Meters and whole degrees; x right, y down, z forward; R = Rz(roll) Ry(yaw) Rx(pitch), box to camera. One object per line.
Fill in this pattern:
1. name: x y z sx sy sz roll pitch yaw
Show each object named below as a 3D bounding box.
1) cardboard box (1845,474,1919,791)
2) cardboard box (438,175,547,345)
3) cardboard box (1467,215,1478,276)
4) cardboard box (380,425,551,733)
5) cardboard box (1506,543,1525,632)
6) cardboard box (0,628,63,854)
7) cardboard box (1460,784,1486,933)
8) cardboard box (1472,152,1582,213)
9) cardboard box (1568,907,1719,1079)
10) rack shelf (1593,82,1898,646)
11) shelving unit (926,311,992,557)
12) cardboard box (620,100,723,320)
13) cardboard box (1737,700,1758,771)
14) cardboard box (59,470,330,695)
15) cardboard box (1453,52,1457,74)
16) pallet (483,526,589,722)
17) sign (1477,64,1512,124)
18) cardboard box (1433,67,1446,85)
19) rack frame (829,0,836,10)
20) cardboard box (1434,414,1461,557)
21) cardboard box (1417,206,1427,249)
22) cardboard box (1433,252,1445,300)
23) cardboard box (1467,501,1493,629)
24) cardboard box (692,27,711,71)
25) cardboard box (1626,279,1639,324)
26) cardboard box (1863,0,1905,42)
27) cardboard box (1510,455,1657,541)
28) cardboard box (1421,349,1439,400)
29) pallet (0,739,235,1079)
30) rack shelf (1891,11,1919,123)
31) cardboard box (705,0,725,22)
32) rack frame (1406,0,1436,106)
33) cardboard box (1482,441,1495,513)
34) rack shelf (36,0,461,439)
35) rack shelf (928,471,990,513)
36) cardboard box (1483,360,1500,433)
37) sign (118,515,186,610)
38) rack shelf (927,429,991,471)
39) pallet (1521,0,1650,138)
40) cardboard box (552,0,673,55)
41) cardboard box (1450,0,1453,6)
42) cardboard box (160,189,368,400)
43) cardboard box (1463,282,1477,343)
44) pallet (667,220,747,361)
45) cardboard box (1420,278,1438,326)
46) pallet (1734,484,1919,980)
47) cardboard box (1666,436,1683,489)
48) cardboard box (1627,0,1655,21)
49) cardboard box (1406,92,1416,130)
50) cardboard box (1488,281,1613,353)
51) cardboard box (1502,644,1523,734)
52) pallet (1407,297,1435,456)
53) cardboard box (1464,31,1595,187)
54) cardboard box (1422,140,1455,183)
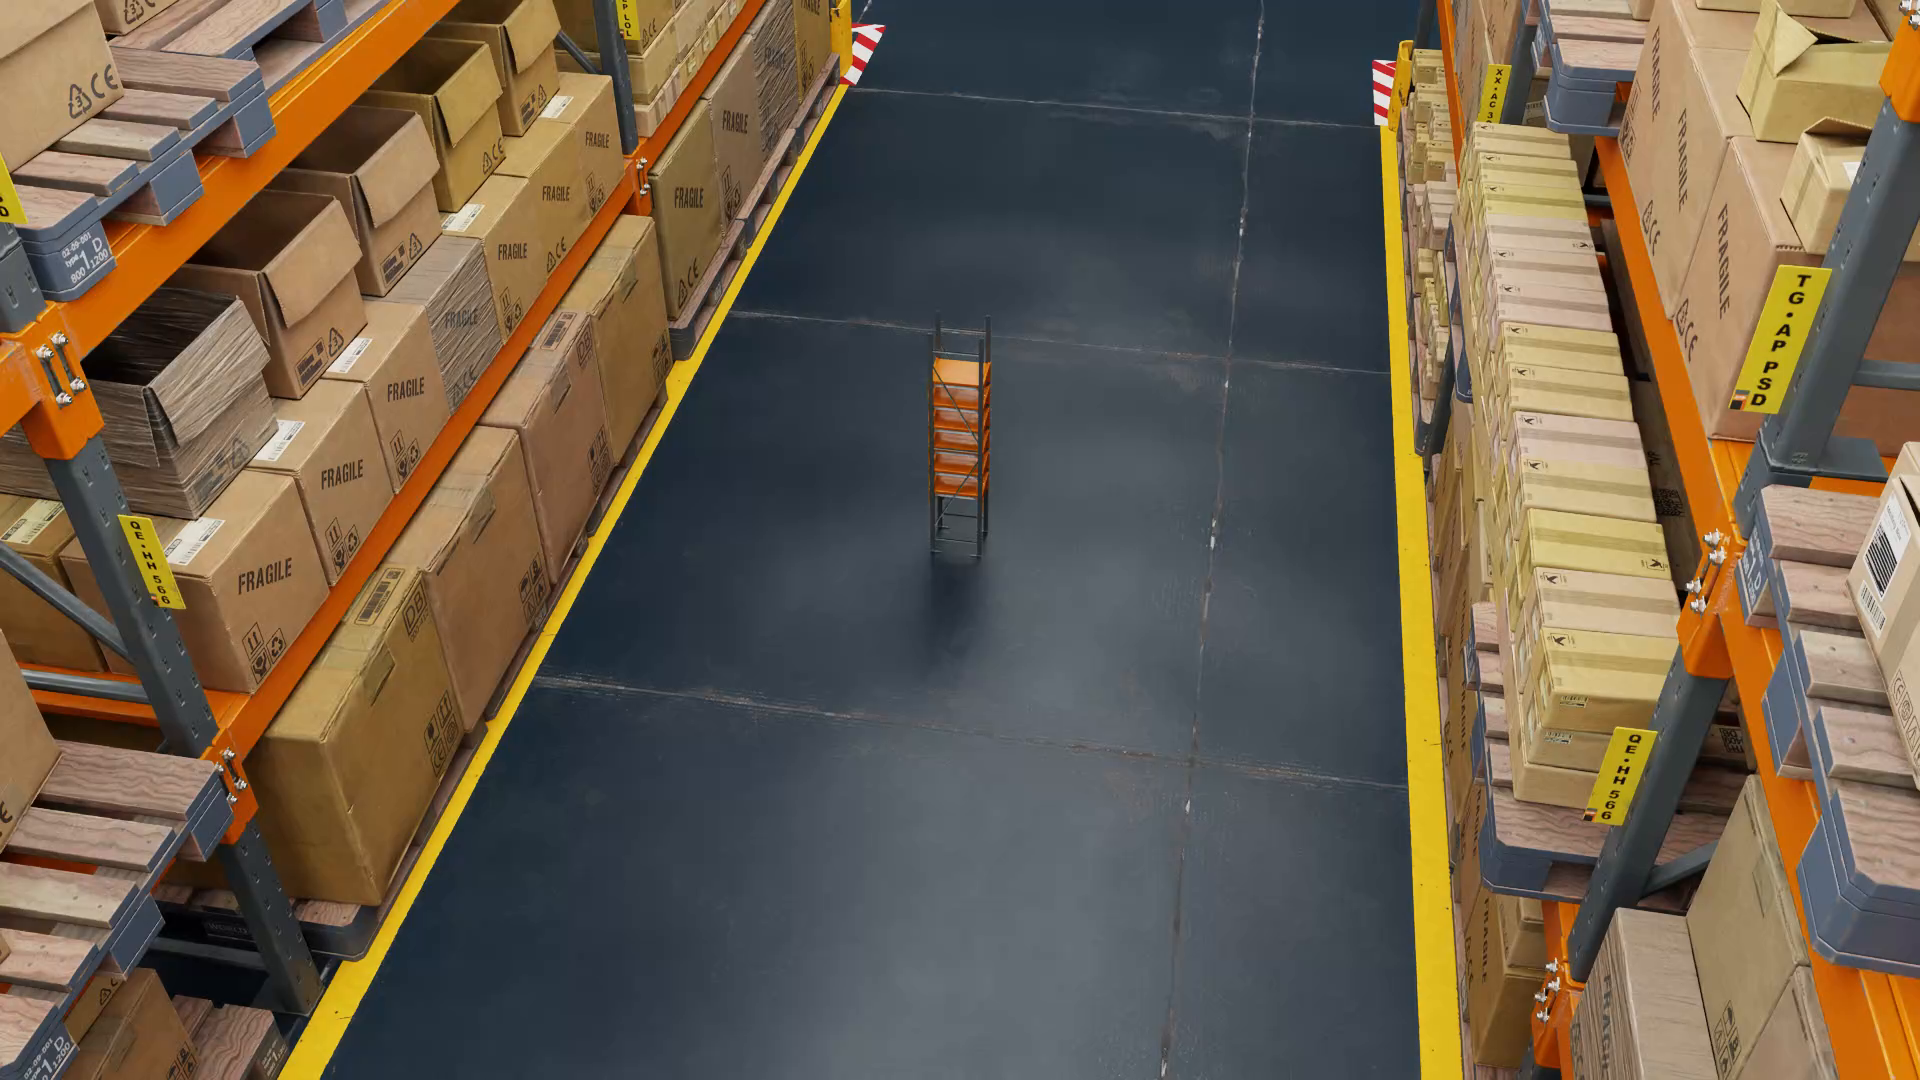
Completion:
1. cardboard box: 1.768 0.144 2.627 0.500 0.311 0.500 6 40 8
2. cardboard box: -2.054 -1.161 6.819 0.500 0.500 0.500 6 40 7
3. cardboard box: 2.193 -1.133 6.497 0.380 0.149 0.250 7 40 9
4. cardboard box: -2.456 0.093 6.718 1.225 0.875 0.875 7 40 8
5. cardboard box: 1.834 0.163 4.930 0.380 0.149 0.250 7 40 9
6. cardboard box: -2.812 0.568 4.397 0.500 0.500 0.500 2 40 2
7. cardboard box: 2.060 1.070 5.831 0.500 0.500 0.500 8 40 9
8. cardboard box: 2.238 -1.397 6.583 0.380 0.149 0.250 7 40 9
9. cardboard box: 1.766 1.249 3.903 0.500 0.500 0.500 7 40 8
10. rack shelf: 2.456 -1.098 5.032 1.077 0.370 4.000 6 40 8
11. shelving unit: -0.002 -0.453 7.454 0.258 1.200 0.189 6 40 8
12. cardboard box: -1.873 -1.833 9.048 0.875 0.875 0.875 6 40 8
13. cardboard box: 2.432 0.544 4.703 0.380 0.149 0.250 8 40 10
14. cardboard box: -2.406 0.112 5.279 0.500 0.500 0.500 8 40 9
15. cardboard box: 2.820 -2.572 8.801 0.380 0.149 0.250 7 40 9
16. pallet: -2.334 0.250 7.378 1.003 0.211 1.213 6 40 8
17. sign: 2.266 -1.863 7.067 0.100 0.325 0.005 6 40 8
18. cardboard box: 3.139 -2.800 10.320 0.380 0.149 0.250 7 40 8
19. rack frame: -1.374 -4.595 11.051 1.000 3.000 0.127 6 40 8
20. cardboard box: 2.413 -0.239 7.413 0.500 0.500 0.500 8 40 9
21. cardboard box: 2.834 -1.782 9.556 0.380 0.149 0.250 6 40 8
22. cardboard box: 2.648 -1.341 8.555 0.380 0.149 0.250 6 40 7
23. cardboard box: 2.231 0.127 6.383 0.500 0.250 0.500 8 40 9
24. cardboard box: -1.553 -2.633 8.874 0.380 0.149 0.250 5 40 6
25. cardboard box: 2.839 -0.949 6.509 0.380 0.149 0.250 6 40 8
26. cardboard box: 2.631 -1.117 4.411 0.500 0.500 0.500 6 40 8
27. cardboard box: 1.876 -0.106 5.022 0.380 0.149 0.250 8 40 9
28. cardboard box: 2.534 -0.821 8.394 0.380 0.149 0.250 7 40 8
29. pallet: -2.776 0.958 4.484 1.213 0.211 1.003 6 40 8
30. rack shelf: 1.764 0.410 1.167 1.077 0.370 4.000 6 40 8
31. cardboard box: -1.552 -3.045 9.060 0.500 0.250 0.500 7 40 9
32. rack frame: 3.494 -3.985 10.313 1.000 3.000 0.127 6 40 8
33. cardboard box: 1.969 -0.194 5.595 0.380 0.149 0.250 8 40 9
34. rack shelf: -2.412 -1.709 5.770 1.077 0.370 4.000 6 40 8
35. rack shelf: -0.002 -0.234 7.635 0.258 0.103 0.180 6 40 8
36. cardboard box: 2.012 -0.476 5.703 0.380 0.149 0.250 6 40 7
37. sign: -2.222 0.064 4.569 0.100 0.325 0.005 6 40 8
38. rack shelf: -0.002 -0.419 7.482 0.258 0.103 0.180 6 40 8
39. pallet: 2.414 -1.531 5.138 1.213 0.211 1.003 6 40 8
40. cardboard box: -1.731 -2.703 8.058 0.500 0.500 0.500 6 40 8
41. cardboard box: 2.979 -3.242 9.102 0.500 0.500 0.500 7 40 8
42. cardboard box: -2.500 -0.865 5.674 0.797 0.503 0.637 7 40 9
43. cardboard box: 2.147 -0.855 6.394 0.380 0.149 0.250 7 40 8
44. pallet: -1.857 -1.479 9.470 1.003 0.211 1.213 6 40 8
45. cardboard box: 2.607 -1.226 8.650 0.380 0.149 0.250 5 40 6
46. pallet: 2.050 0.362 2.849 1.213 0.211 1.003 8 40 10
47. cardboard box: 2.660 -0.283 5.703 0.380 0.149 0.250 5 40 6
48. cardboard box: 2.405 -1.877 4.999 0.797 0.503 0.637 6 40 7
49. cardboard box: 3.088 -2.755 10.732 0.380 0.149 0.250 7 40 9
50. cardboard box: 2.058 -0.761 5.814 0.380 0.149 0.250 8 40 9
51. cardboard box: 1.787 0.455 4.810 0.380 0.149 0.250 6 40 8
52. pallet: 2.883 -0.825 8.679 1.003 0.211 1.213 6 40 8
53. cardboard box: 2.607 -1.962 7.554 0.500 0.500 0.500 6 40 8
54. cardboard box: 2.860 -2.158 9.544 0.380 0.149 0.250 7 40 8
